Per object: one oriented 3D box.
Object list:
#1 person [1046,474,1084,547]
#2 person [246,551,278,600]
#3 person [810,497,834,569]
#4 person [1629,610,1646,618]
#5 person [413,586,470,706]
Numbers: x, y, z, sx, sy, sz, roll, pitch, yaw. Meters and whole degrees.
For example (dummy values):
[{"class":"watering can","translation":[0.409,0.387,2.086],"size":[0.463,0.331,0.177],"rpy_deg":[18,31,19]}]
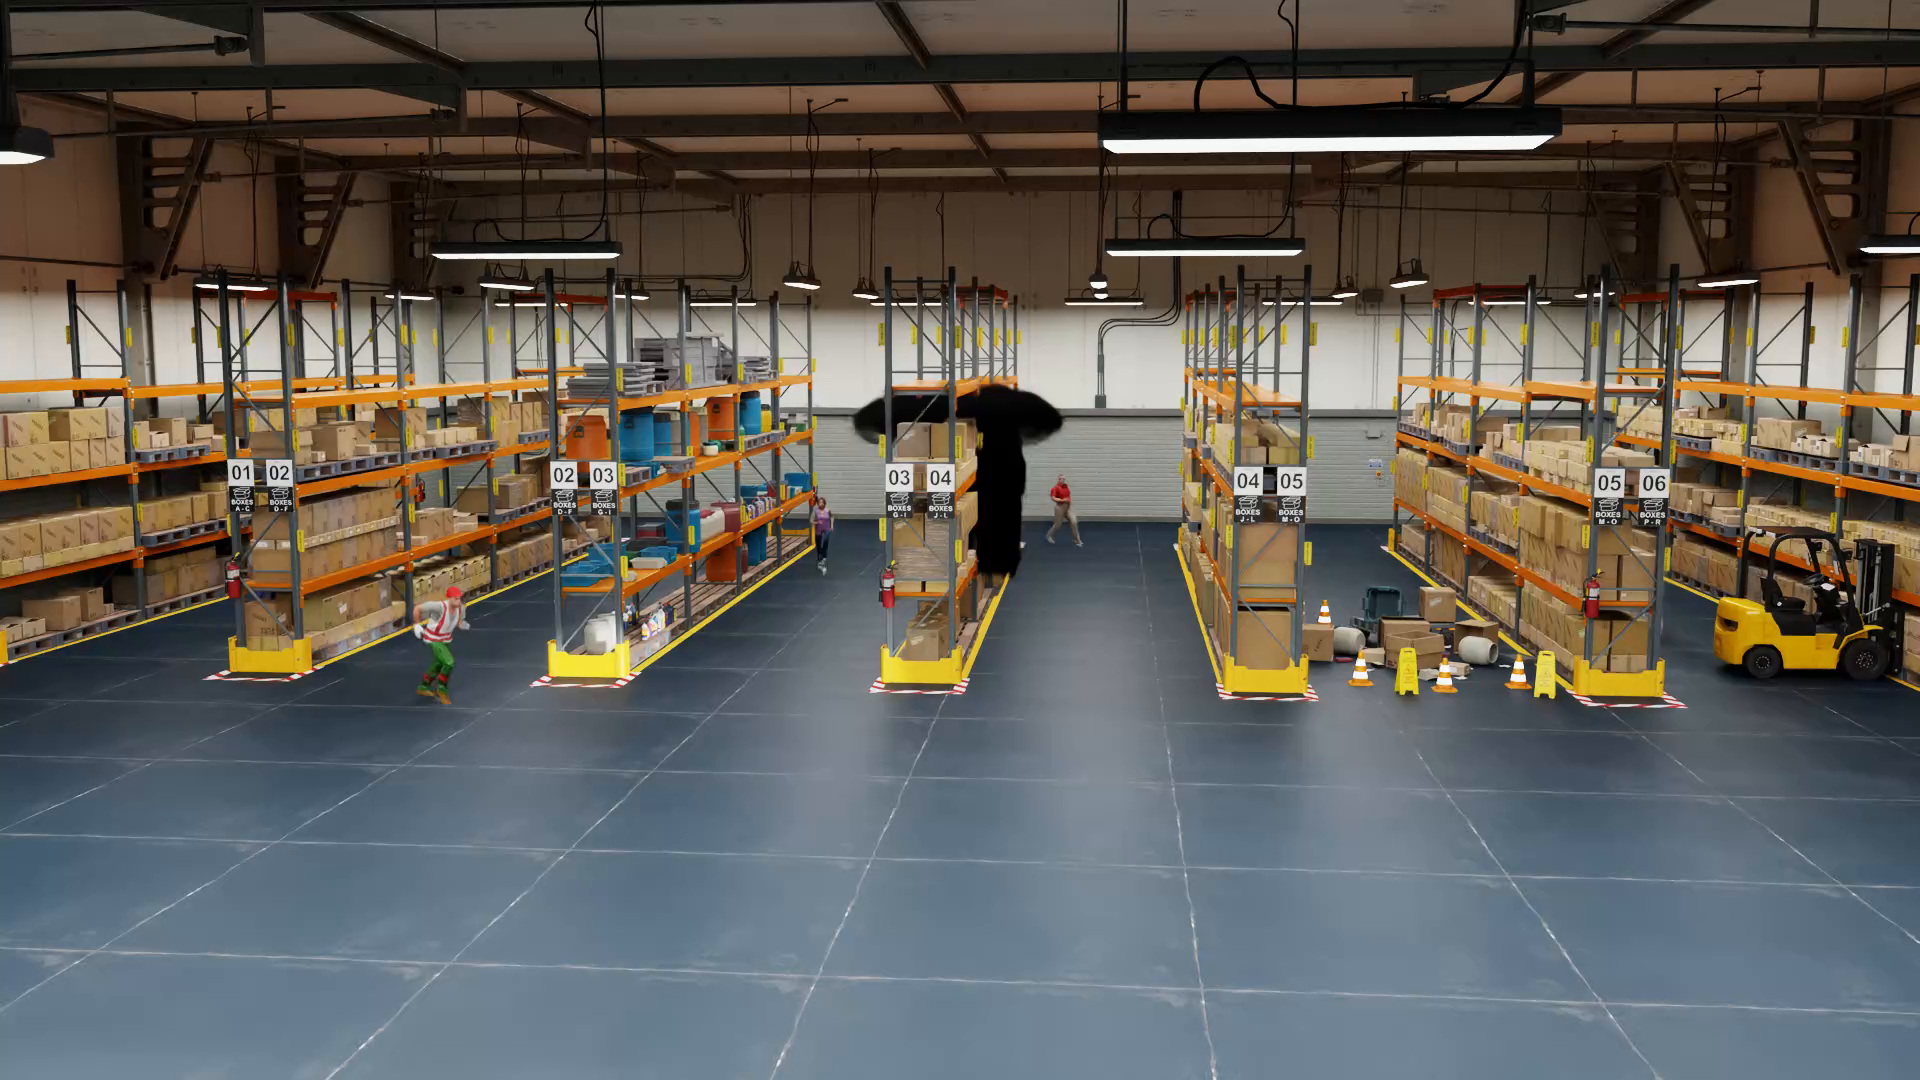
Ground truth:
[{"class":"person","translation":[2.468,-0.717,40.108],"size":[0.676,1.736,0.978],"rpy_deg":[-6,9,-41]},{"class":"person","translation":[-12.280,0.684,29.384],"size":[0.603,1.529,0.913],"rpy_deg":[-4,8,-28]},{"class":"person","translation":[-2.941,-0.139,35.422],"size":[0.513,1.565,0.855],"rpy_deg":[0,7,-3]},{"class":"person","translation":[11.761,0.788,29.021],"size":[0.566,1.424,0.757],"rpy_deg":[-2,7,-15]},{"class":"person","translation":[-7.139,1.445,22.744],"size":[0.991,1.686,0.711],"rpy_deg":[4,8,32]}]
